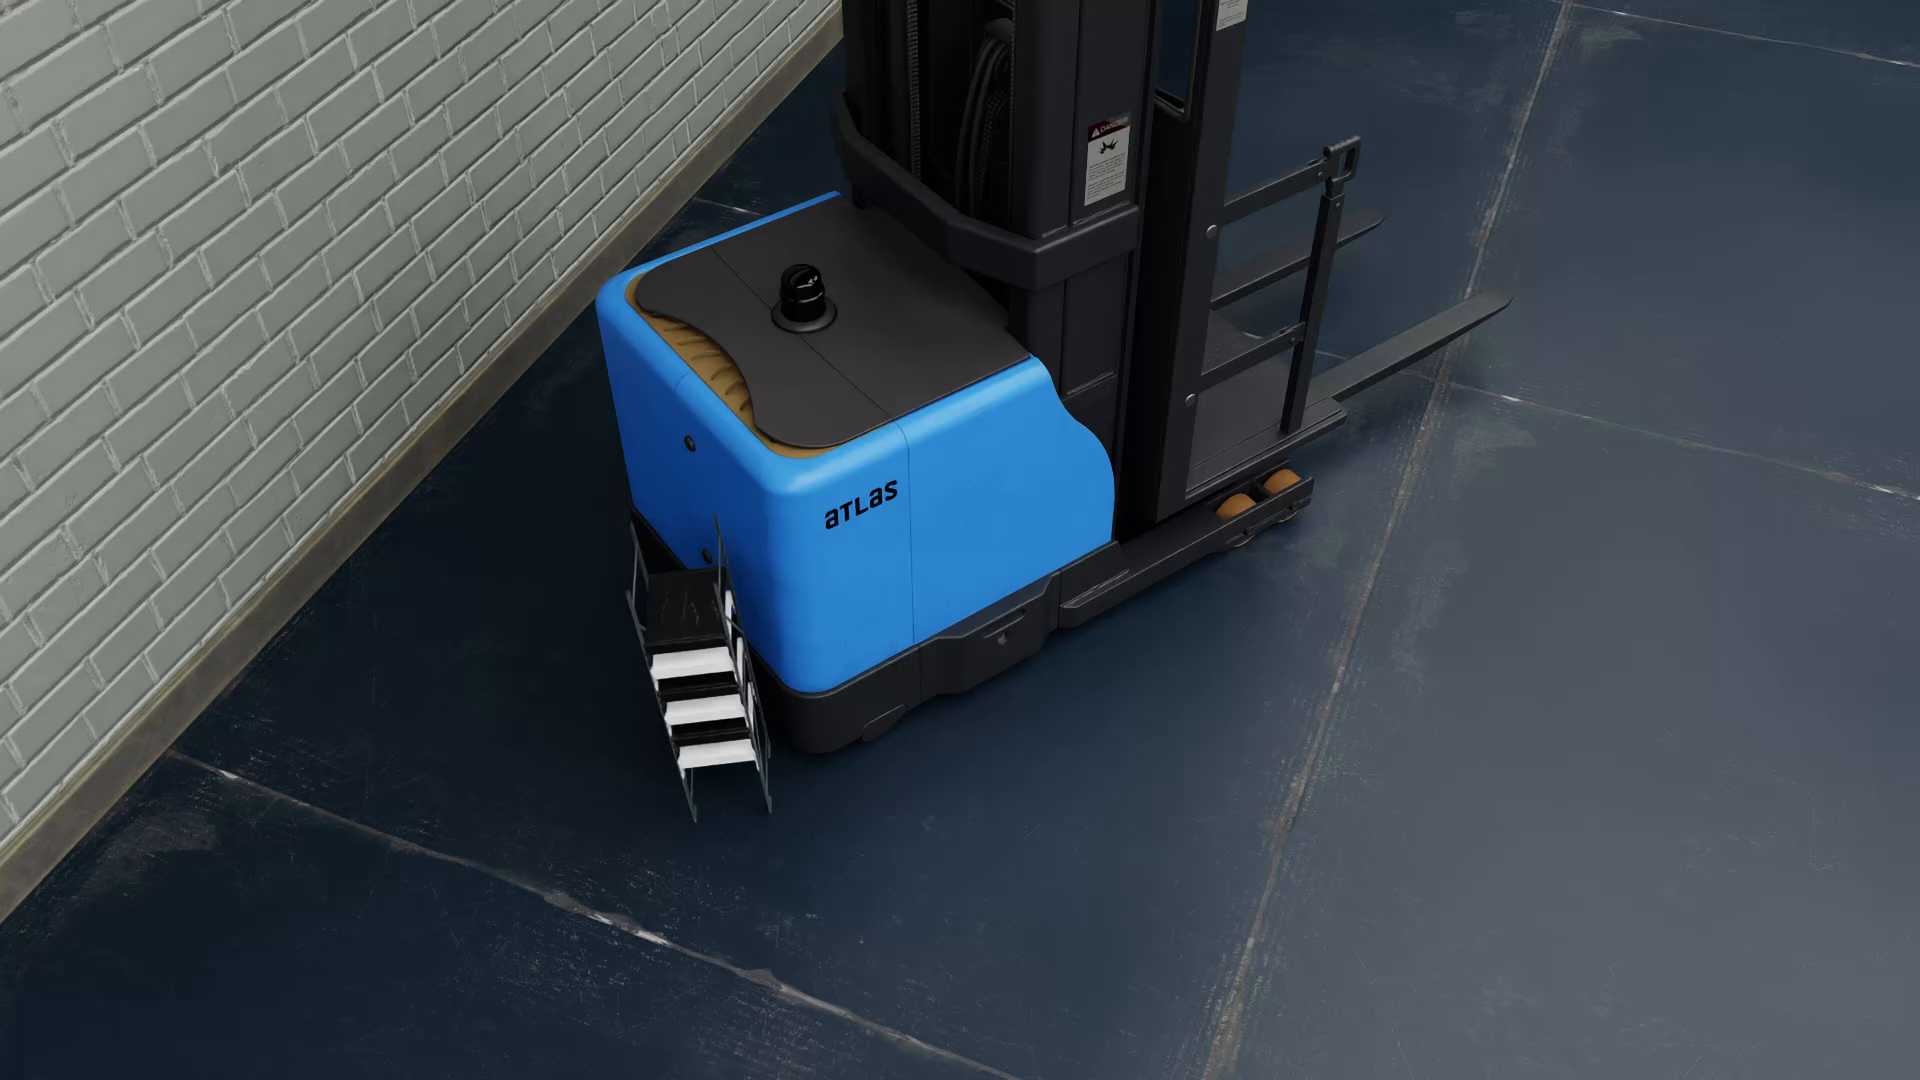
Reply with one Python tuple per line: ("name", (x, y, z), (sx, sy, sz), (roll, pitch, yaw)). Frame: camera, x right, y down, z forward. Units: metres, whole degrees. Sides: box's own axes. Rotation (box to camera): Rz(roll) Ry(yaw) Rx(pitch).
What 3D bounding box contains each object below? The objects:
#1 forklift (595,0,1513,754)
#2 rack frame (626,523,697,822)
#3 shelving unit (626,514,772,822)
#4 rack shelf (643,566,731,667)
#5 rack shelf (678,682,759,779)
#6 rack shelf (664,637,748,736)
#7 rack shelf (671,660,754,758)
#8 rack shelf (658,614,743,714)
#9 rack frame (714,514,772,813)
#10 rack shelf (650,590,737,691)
("forklift", (0.505, -1.296, 4.474), (3.031, 2.935, 1.130), (-27, 51, -24))
("rack frame", (-0.753, 0.360, 4.250), (0.006, 0.900, 0.240), (-6, 45, -1))
("shelving unit", (-0.652, 0.349, 4.253), (0.210, 0.900, 0.258), (-6, 45, -1))
("rack shelf", (-0.667, 0.183, 4.085), (0.200, 0.077, 0.258), (-6, 45, -1))
("rack shelf", (-0.639, 0.499, 4.404), (0.200, 0.077, 0.258), (-6, 45, -1))
("rack shelf", (-0.650, 0.372, 4.276), (0.200, 0.077, 0.258), (-6, 45, -1))
("rack shelf", (-0.645, 0.436, 4.340), (0.200, 0.077, 0.258), (-6, 45, -1))
("rack shelf", (-0.656, 0.309, 4.213), (0.200, 0.077, 0.258), (-6, 45, -1))
("rack frame", (-0.551, 0.337, 4.255), (0.006, 0.900, 0.240), (-6, 45, -1))
("rack shelf", (-0.661, 0.246, 4.149), (0.200, 0.077, 0.258), (-6, 45, -1))
